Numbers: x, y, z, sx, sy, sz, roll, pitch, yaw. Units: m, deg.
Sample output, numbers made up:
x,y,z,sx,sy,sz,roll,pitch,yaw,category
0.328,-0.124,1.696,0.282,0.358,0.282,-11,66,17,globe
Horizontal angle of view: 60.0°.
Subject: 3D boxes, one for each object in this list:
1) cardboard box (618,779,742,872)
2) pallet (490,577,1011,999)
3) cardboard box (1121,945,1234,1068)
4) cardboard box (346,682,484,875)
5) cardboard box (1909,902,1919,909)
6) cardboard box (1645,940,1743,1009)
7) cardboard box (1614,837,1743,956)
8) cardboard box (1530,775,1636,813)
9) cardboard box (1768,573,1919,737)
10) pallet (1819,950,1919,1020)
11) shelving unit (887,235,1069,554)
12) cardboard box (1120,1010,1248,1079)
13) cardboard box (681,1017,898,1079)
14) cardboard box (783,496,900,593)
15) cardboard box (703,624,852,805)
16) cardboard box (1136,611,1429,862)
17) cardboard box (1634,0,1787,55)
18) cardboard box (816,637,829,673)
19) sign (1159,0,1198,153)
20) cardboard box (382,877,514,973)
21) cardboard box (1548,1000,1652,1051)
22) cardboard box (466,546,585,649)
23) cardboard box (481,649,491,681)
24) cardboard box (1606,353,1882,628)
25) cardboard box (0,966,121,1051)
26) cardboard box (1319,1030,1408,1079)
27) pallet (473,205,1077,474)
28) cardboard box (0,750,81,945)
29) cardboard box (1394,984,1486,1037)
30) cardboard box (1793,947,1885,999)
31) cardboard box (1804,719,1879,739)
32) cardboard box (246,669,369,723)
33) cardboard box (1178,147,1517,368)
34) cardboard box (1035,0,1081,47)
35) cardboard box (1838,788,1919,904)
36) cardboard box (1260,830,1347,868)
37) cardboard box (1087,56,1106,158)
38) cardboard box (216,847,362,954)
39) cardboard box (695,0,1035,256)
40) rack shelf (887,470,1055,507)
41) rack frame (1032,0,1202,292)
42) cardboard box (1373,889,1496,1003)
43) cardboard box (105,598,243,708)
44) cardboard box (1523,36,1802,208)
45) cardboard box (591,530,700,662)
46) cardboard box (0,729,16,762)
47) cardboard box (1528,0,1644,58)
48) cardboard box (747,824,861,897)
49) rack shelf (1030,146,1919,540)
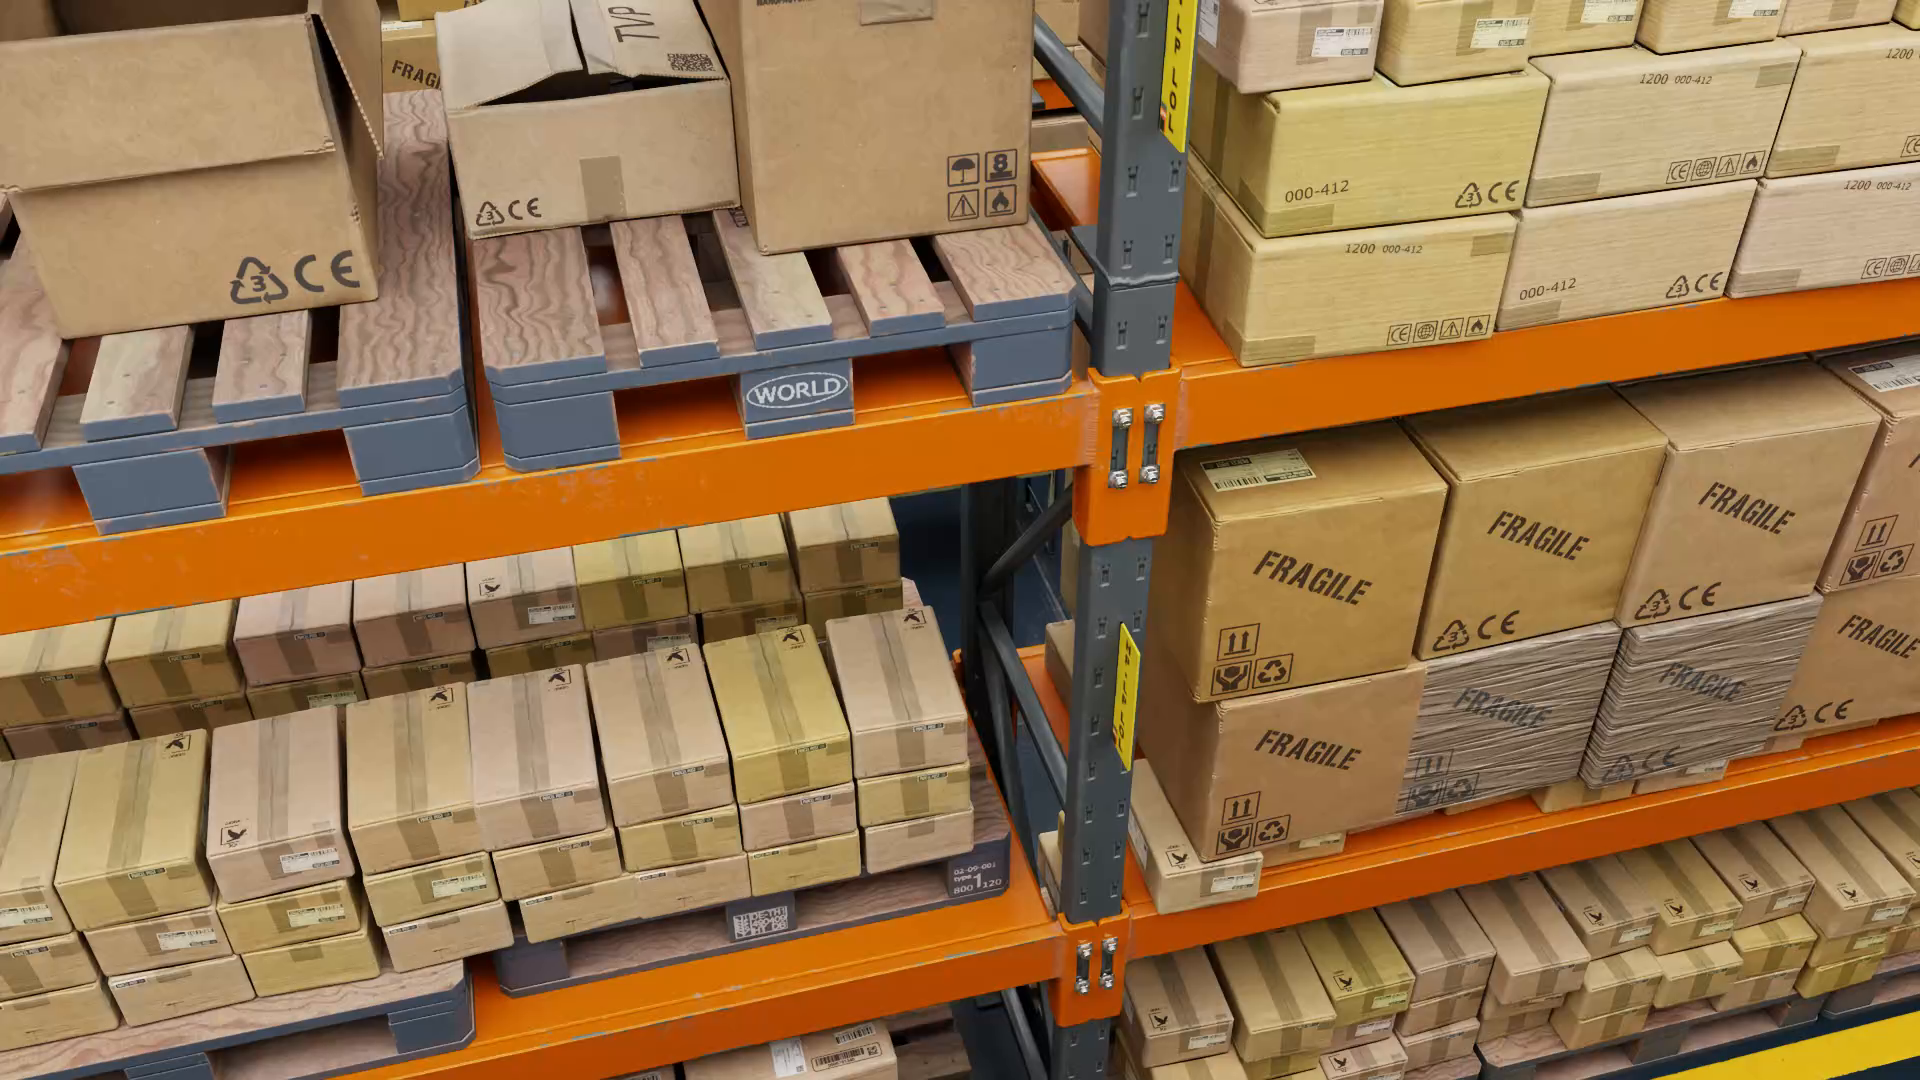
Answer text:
x,y,z,sx,sy,sz,roll,pitch,yaw,category
-0.636,0.533,3.701,0.250,0.149,0.380,-8,38,-10,cardboard box
-0.585,0.571,4.192,1.213,0.211,1.003,-9,38,-12,pallet
0.578,1.255,4.651,0.250,0.149,0.380,-8,38,-10,cardboard box
-1.146,0.495,3.505,0.250,0.149,0.380,-11,39,-13,cardboard box
2.830,0.990,5.244,0.250,0.149,0.380,-10,38,-12,cardboard box
2.109,1.187,4.986,0.250,0.149,0.380,-9,38,-11,cardboard box
2.093,1.023,4.955,0.250,0.149,0.380,-9,38,-12,cardboard box
1.548,0.507,4.325,0.250,0.149,0.380,-9,38,-11,cardboard box
2.216,0.127,4.288,0.500,0.500,0.500,-7,38,-10,cardboard box
3.186,1.053,5.700,1.213,0.211,1.003,-9,38,-12,pallet
-0.006,-0.595,6.793,0.755,1.500,0.431,-9,38,-12,shelving unit
0.624,1.437,4.659,0.250,0.149,0.380,-8,38,-10,cardboard box
-0.462,1.254,4.237,0.500,0.250,0.500,-10,39,-13,cardboard box
-0.309,-0.051,4.220,0.250,0.149,0.380,-7,38,-10,cardboard box
-0.405,0.377,3.660,0.250,0.149,0.380,-10,39,-13,cardboard box
0.735,0.371,3.969,0.500,0.500,0.500,-10,39,-13,cardboard box
1.297,-1.045,3.062,0.250,0.149,0.380,-10,39,-13,cardboard box
-0.309,0.185,4.401,0.250,0.149,0.380,-11,39,-14,cardboard box
0.339,-0.769,2.568,0.005,0.325,0.100,-9,38,-12,sign
-1.142,0.738,3.677,0.250,0.149,0.380,-11,39,-14,cardboard box
1.868,1.326,5.048,0.250,0.149,0.380,-10,39,-13,cardboard box
-1.067,0.073,4.057,0.250,0.149,0.380,-10,38,-13,cardboard box
-1.306,0.349,4.186,0.250,0.149,0.380,-11,39,-14,cardboard box
1.681,-0.177,3.863,0.500,0.500,0.500,-9,38,-11,cardboard box
-1.907,0.862,3.515,0.250,0.149,0.380,-9,38,-11,cardboard box
1.110,1.444,4.895,0.250,0.149,0.380,-9,38,-12,cardboard box
-0.433,-0.622,3.280,1.003,0.211,1.213,-9,38,-12,pallet
-1.906,0.621,3.341,0.250,0.149,0.380,-8,38,-11,cardboard box
1.332,1.243,4.912,0.250,0.149,0.380,-11,39,-14,cardboard box
2.635,1.212,5.197,0.250,0.149,0.380,-11,39,-14,cardboard box
2.293,0.347,4.535,0.250,0.149,0.380,-9,38,-11,cardboard box
-1.575,0.277,4.035,0.250,0.149,0.380,-10,39,-13,cardboard box
0.707,-0.591,3.208,0.500,0.250,0.500,-7,38,-10,cardboard box
0.497,-2.607,8.067,0.500,0.250,0.500,-8,38,-11,cardboard box
2.867,0.913,5.099,0.250,0.149,0.380,-11,39,-14,cardboard box
0.780,0.622,4.175,0.250,0.149,0.380,-8,38,-11,cardboard box
0.594,-0.909,3.624,0.500,0.250,0.500,-8,38,-11,cardboard box
-1.413,0.664,3.530,0.250,0.149,0.380,-9,38,-12,cardboard box
-0.204,-0.943,3.117,0.500,0.500,0.700,-9,38,-12,cardboard box
-0.006,-0.336,6.991,0.720,0.370,0.431,-9,38,-12,rack shelf
0.191,-1.924,2.358,0.127,3.000,1.000,-9,38,-12,rack frame
1.336,1.123,4.824,0.250,0.149,0.380,-10,39,-13,cardboard box
-1.817,0.199,3.893,0.250,0.149,0.380,-8,38,-11,cardboard box
1.201,-0.883,3.178,0.500,0.250,0.500,-9,38,-12,cardboard box
-0.808,0.150,4.201,0.250,0.149,0.380,-8,38,-11,cardboard box
-2.319,0.398,3.877,0.250,0.149,0.380,-10,38,-12,cardboard box
1.034,-1.030,3.043,0.250,0.149,0.380,-10,38,-12,cardboard box
-0.392,0.613,3.841,0.250,0.149,0.380,-9,38,-12,cardboard box
2.122,-0.763,3.902,4.000,0.370,1.077,-9,38,-12,rack shelf
